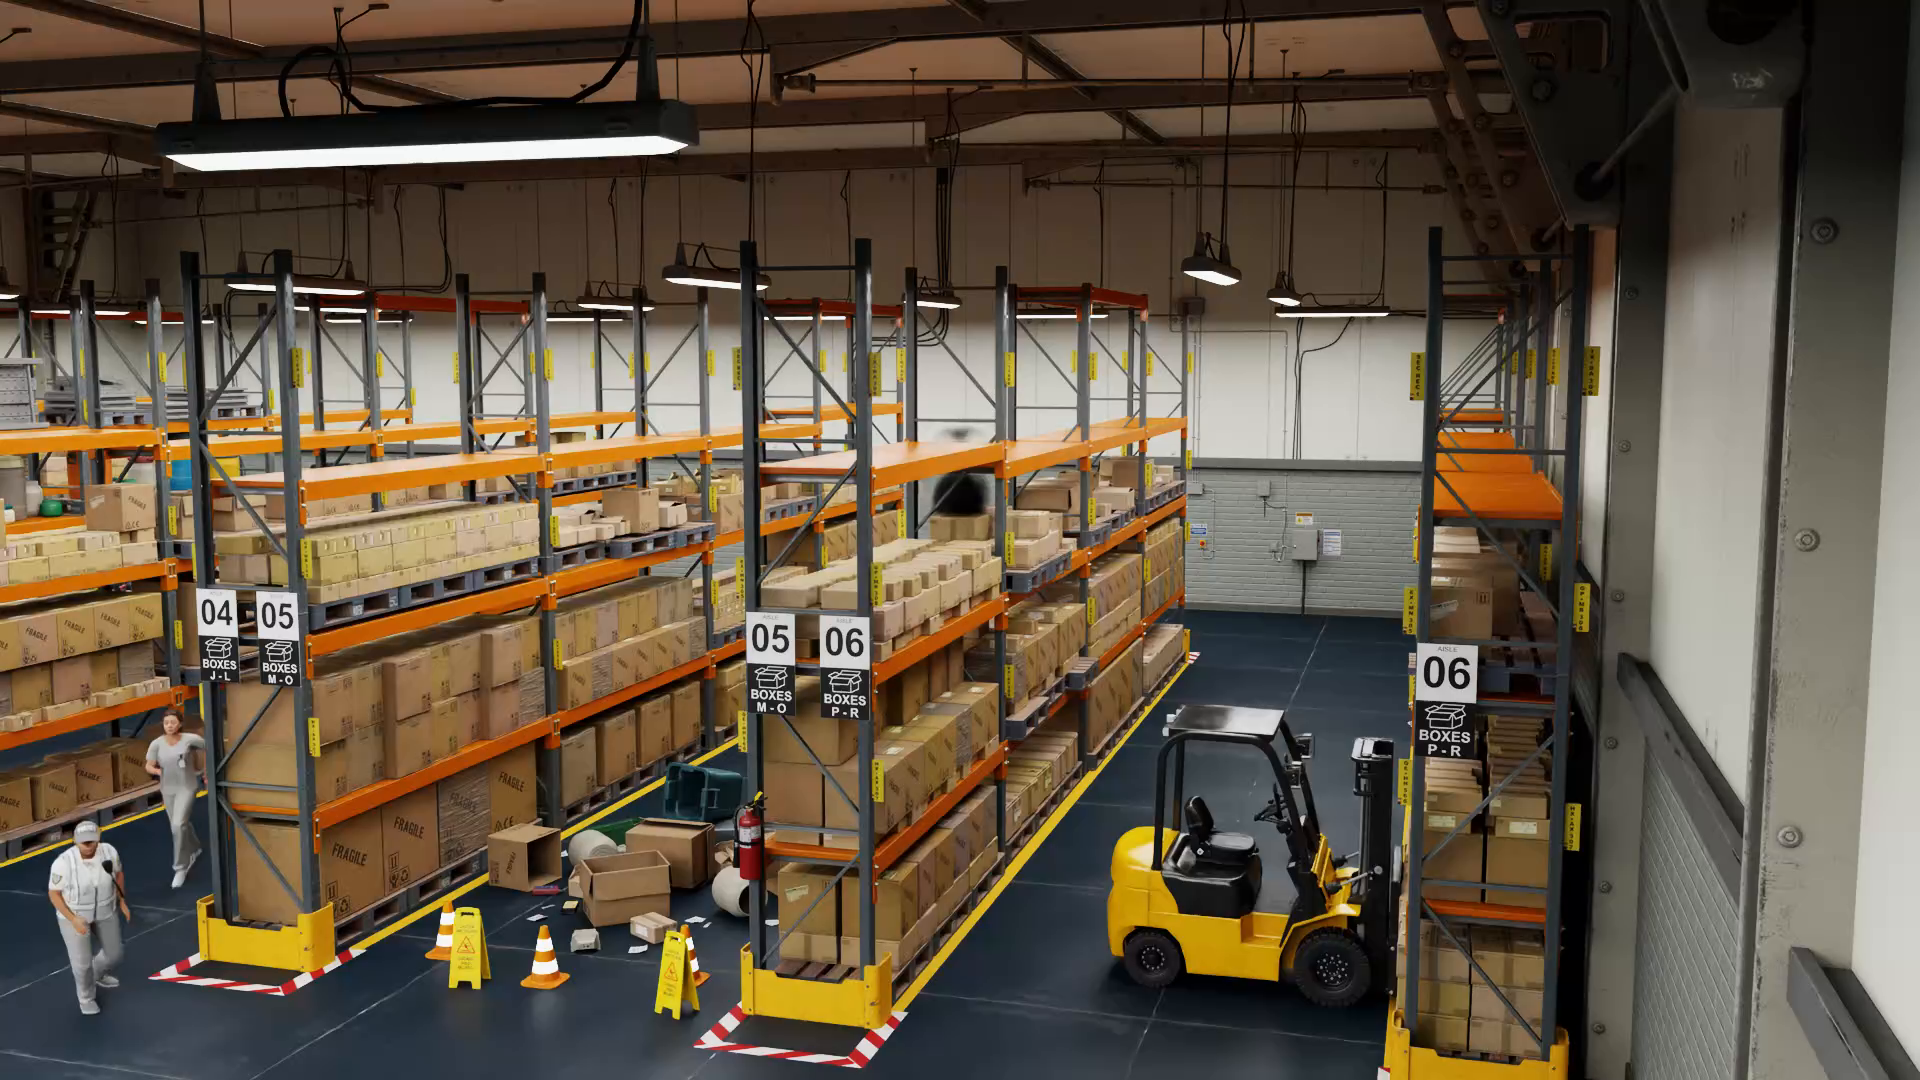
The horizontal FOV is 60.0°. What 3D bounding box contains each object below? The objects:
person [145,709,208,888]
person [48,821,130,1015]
[{"bbox_3d":[-7.693,2.505,16.387,0.505,1.722,0.838,0,6,0],"label":"person"},{"bbox_3d":[-6.830,2.927,13.026,0.759,1.584,0.593,6,9,43],"label":"person"}]
